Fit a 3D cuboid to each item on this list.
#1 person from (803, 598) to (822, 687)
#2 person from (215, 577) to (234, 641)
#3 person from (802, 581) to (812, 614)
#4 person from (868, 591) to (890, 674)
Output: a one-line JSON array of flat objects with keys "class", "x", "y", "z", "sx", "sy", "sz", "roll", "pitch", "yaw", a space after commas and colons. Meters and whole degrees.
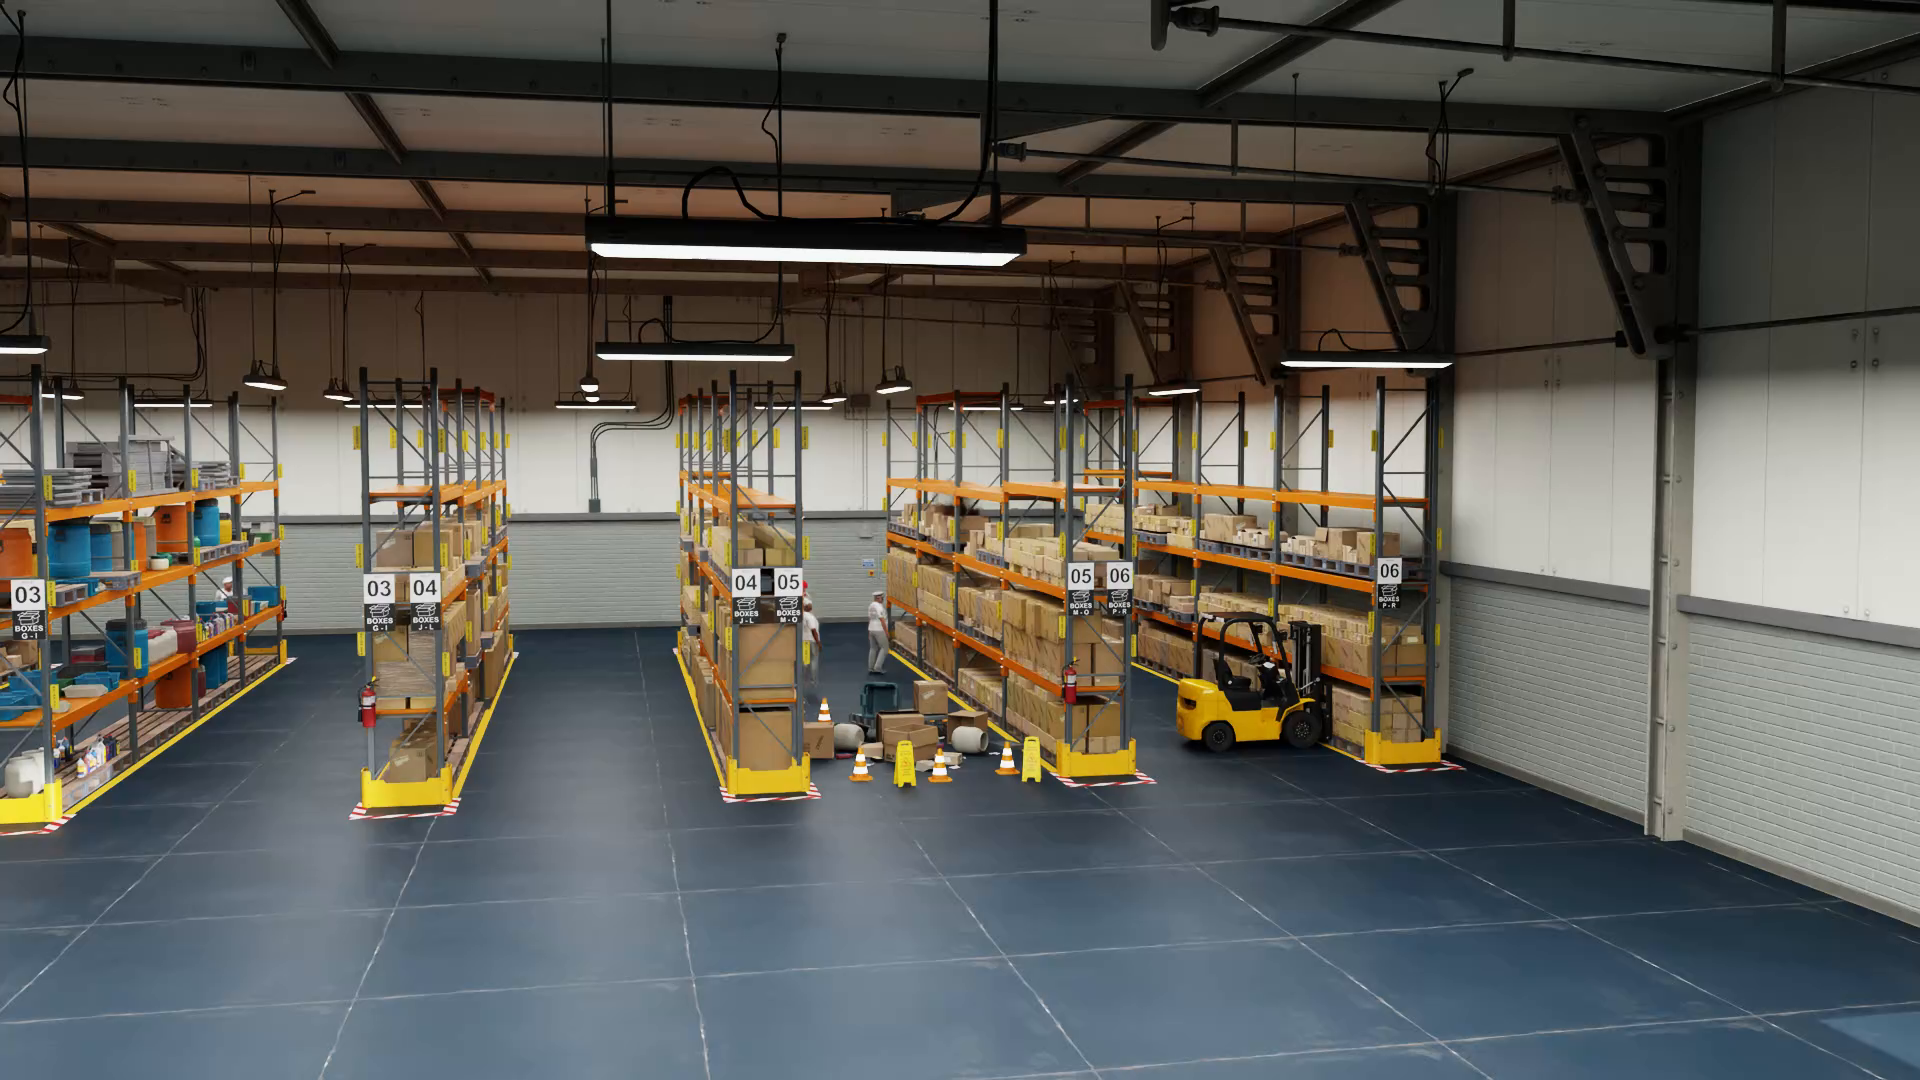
[{"class": "person", "x": -2.988, "y": 2.026, "z": 33.018, "sx": 0.602, "sy": 1.763, "sz": 0.470, "roll": 2, "pitch": 4, "yaw": 36}, {"class": "person", "x": -17.313, "y": 1.760, "z": 39.353, "sx": 0.648, "sy": 1.738, "sz": 0.974, "roll": -1, "pitch": 3, "yaw": -11}, {"class": "person", "x": -3.668, "y": 1.841, "z": 38.295, "sx": 0.454, "sy": 1.818, "sz": 0.610, "roll": -2, "pitch": 4, "yaw": -24}, {"class": "person", "x": -1.766, "y": 1.986, "z": 35.849, "sx": 0.402, "sy": 1.769, "sz": 0.597, "roll": -2, "pitch": 4, "yaw": -30}]
